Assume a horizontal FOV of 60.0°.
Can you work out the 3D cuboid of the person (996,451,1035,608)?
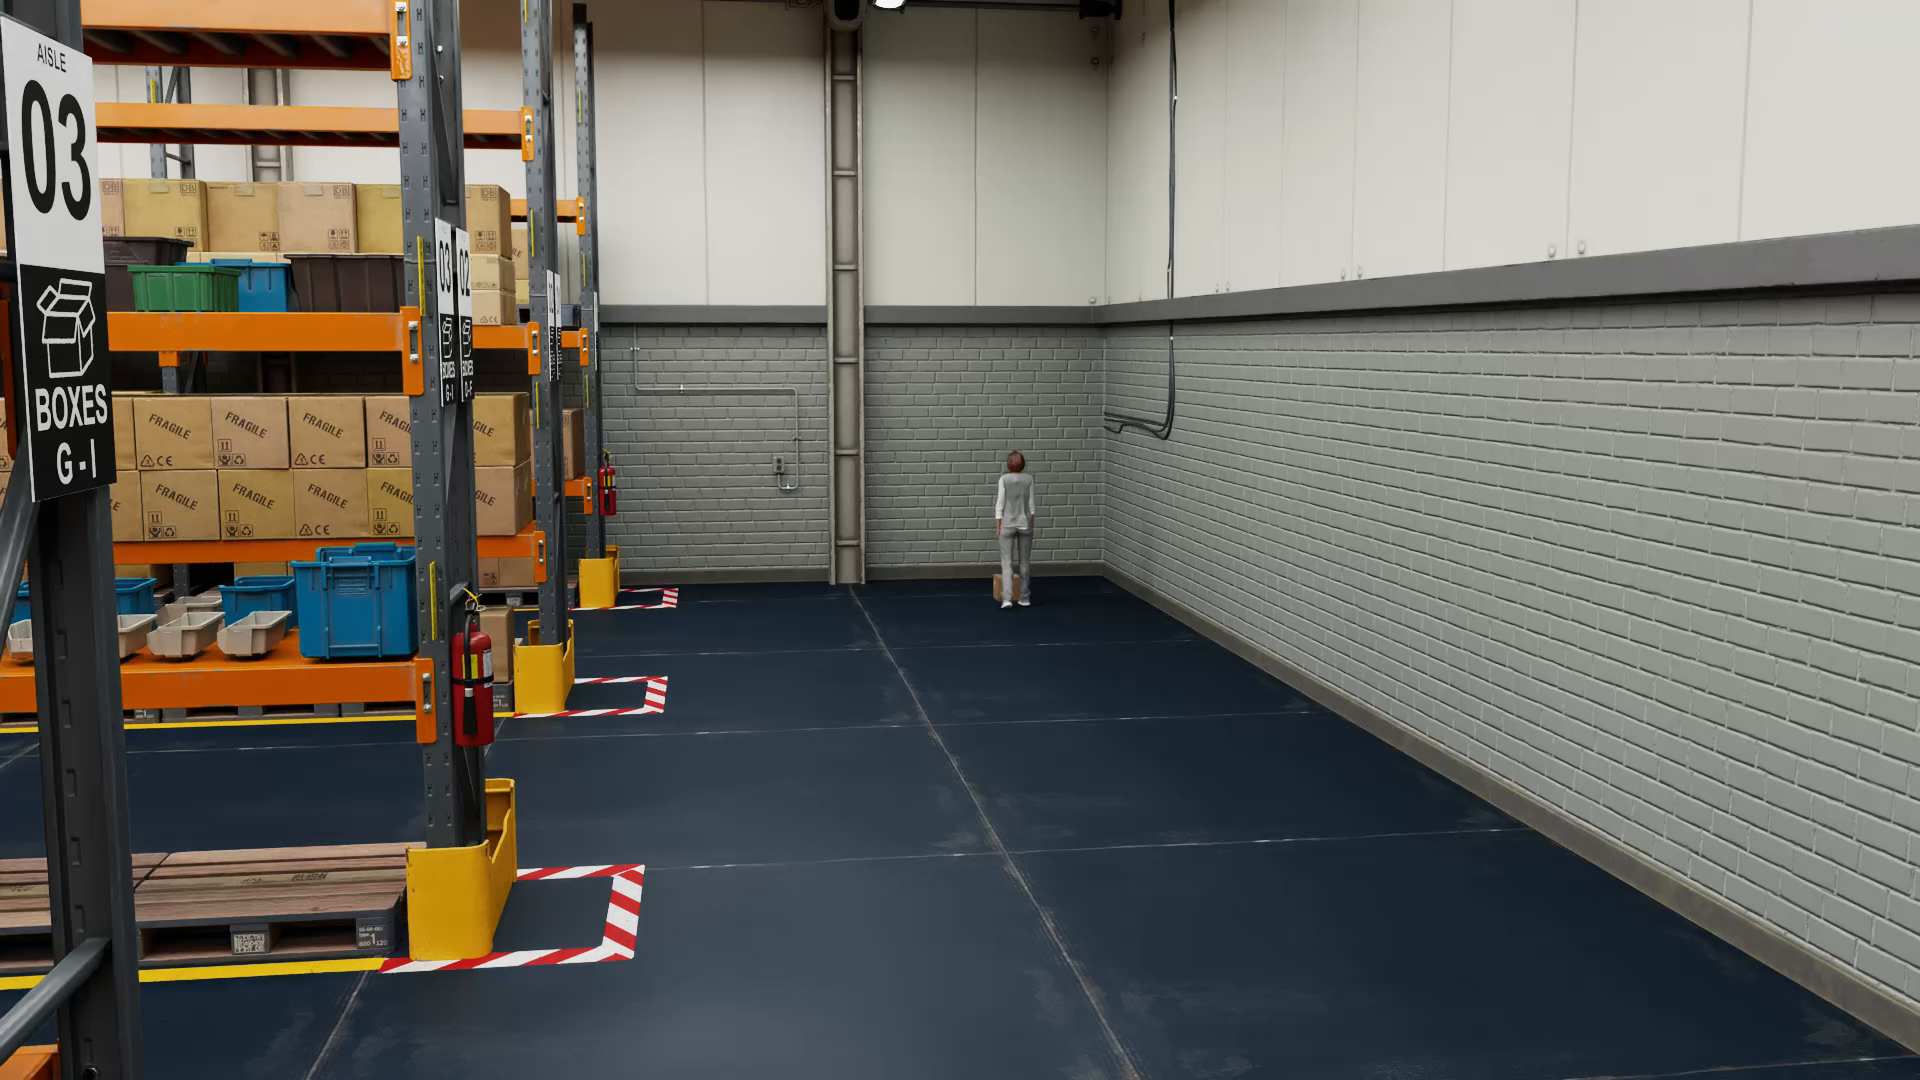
[{"bbox_3d":[0.562,-0.097,16.985,0.410,1.632,0.371,-1,7,-8],"label":"person"}]
